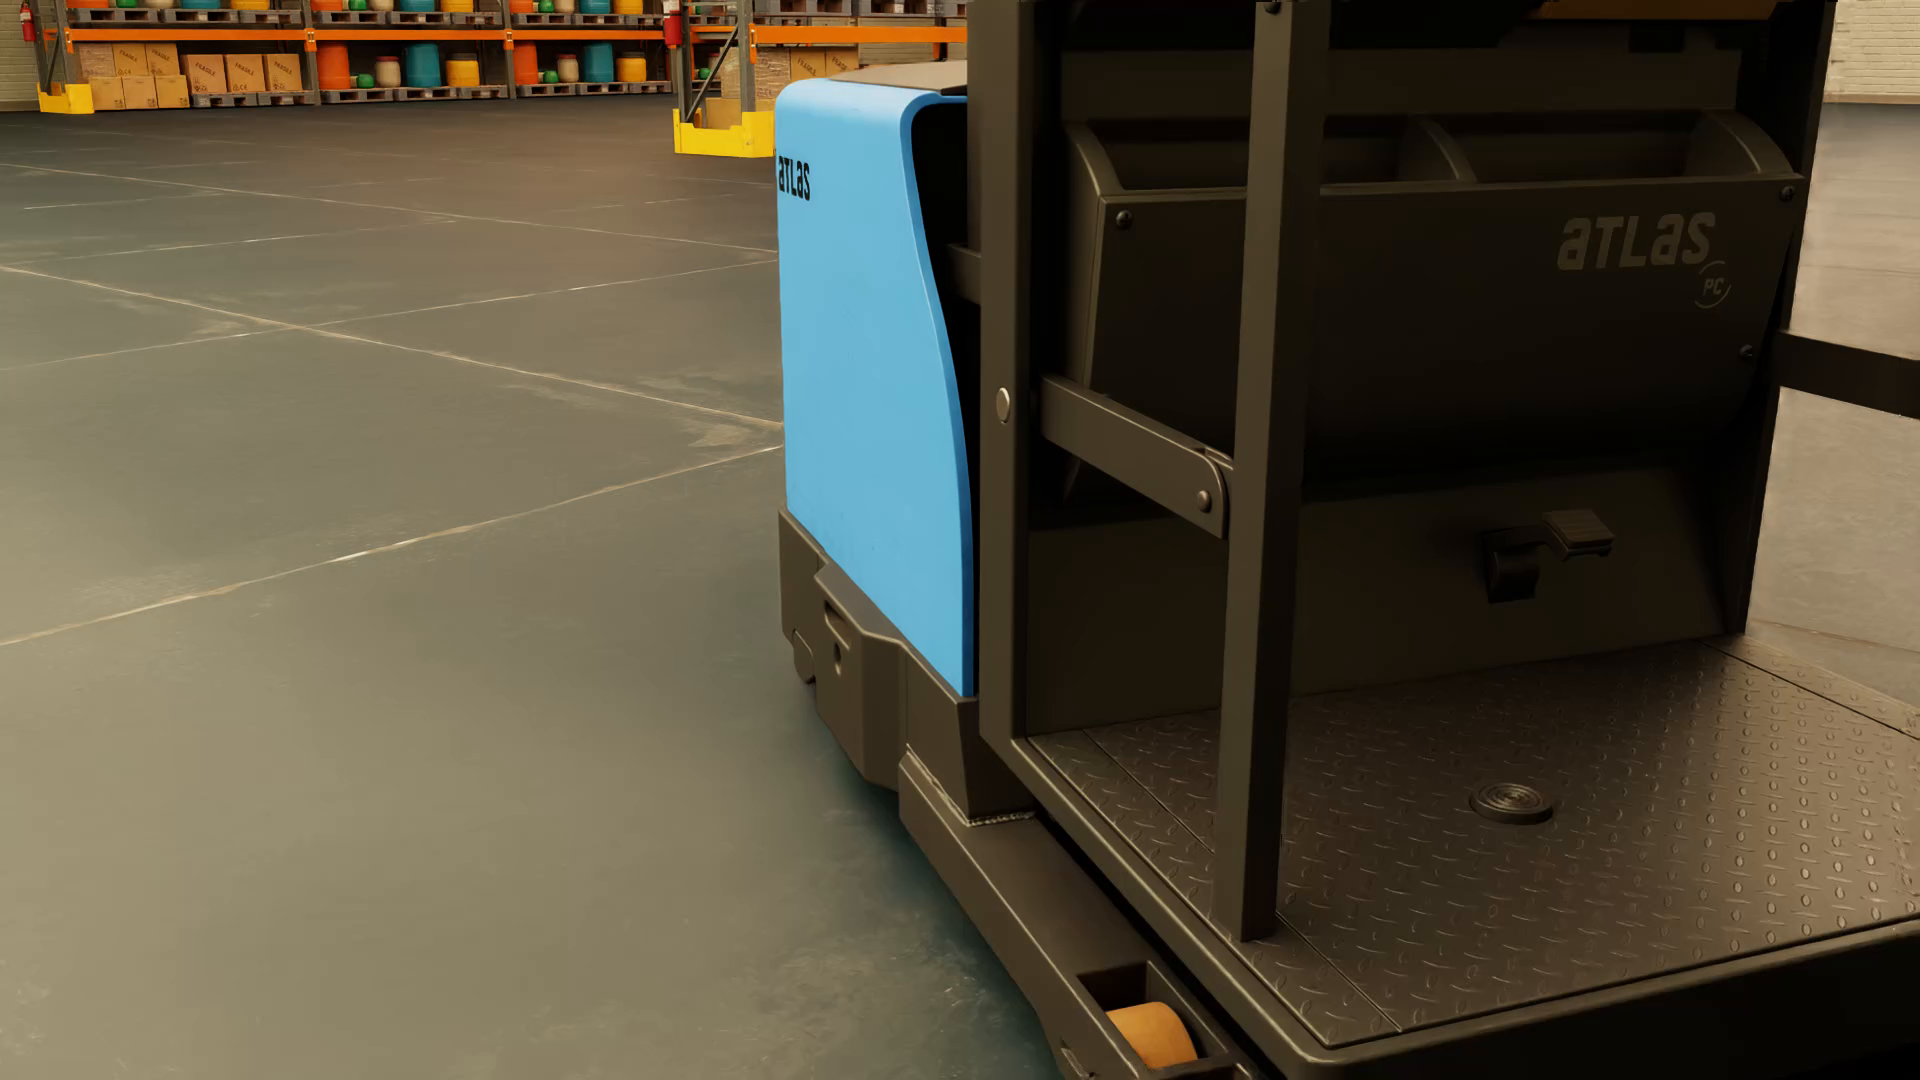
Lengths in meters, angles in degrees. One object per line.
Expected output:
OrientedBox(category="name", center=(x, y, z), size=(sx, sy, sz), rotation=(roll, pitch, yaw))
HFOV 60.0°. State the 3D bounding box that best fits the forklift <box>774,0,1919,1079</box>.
OrientedBox(category="forklift", center=(0.636, -0.822, 1.606), size=(1.130, 2.935, 3.031), rotation=(-6, 18, -19))
